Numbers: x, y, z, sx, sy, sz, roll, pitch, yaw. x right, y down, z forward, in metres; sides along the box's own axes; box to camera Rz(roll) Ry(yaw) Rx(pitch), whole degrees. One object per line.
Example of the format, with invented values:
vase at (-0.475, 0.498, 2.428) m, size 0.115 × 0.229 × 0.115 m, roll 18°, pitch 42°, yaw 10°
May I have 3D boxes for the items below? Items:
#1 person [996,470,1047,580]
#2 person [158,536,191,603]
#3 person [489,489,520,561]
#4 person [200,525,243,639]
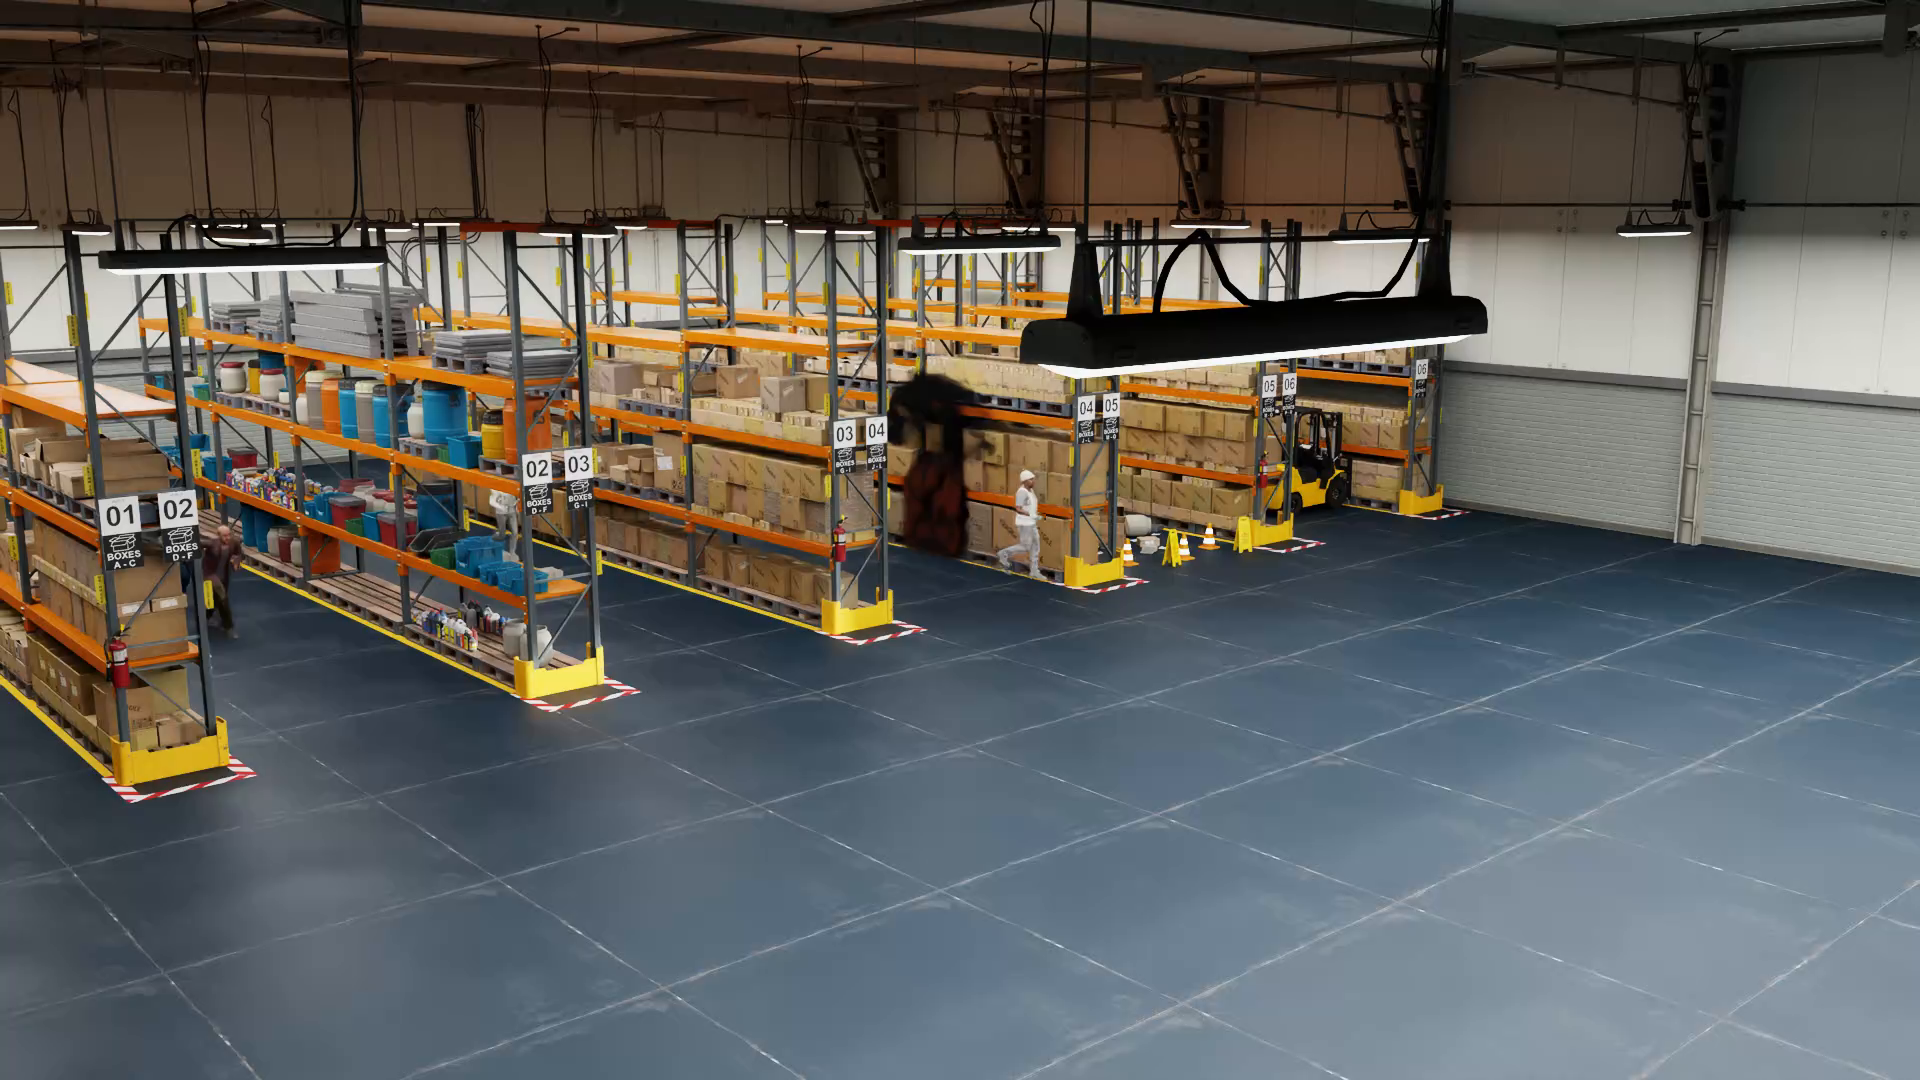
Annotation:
person at (1.034, -0.252, 27.299) m, size 0.851 × 1.803 × 0.691 m, roll 4°, pitch 12°, yaw 18°
person at (-12.369, 0.285, 26.437) m, size 0.690 × 1.557 × 0.505 m, roll 10°, pitch 15°, yaw 41°
person at (-8.245, -0.481, 30.064) m, size 0.608 × 1.669 × 0.845 m, roll -11°, pitch 16°, yaw -43°
person at (-11.119, 0.599, 24.774) m, size 1.055 × 1.744 × 0.753 m, roll 9°, pitch 15°, yaw 38°
